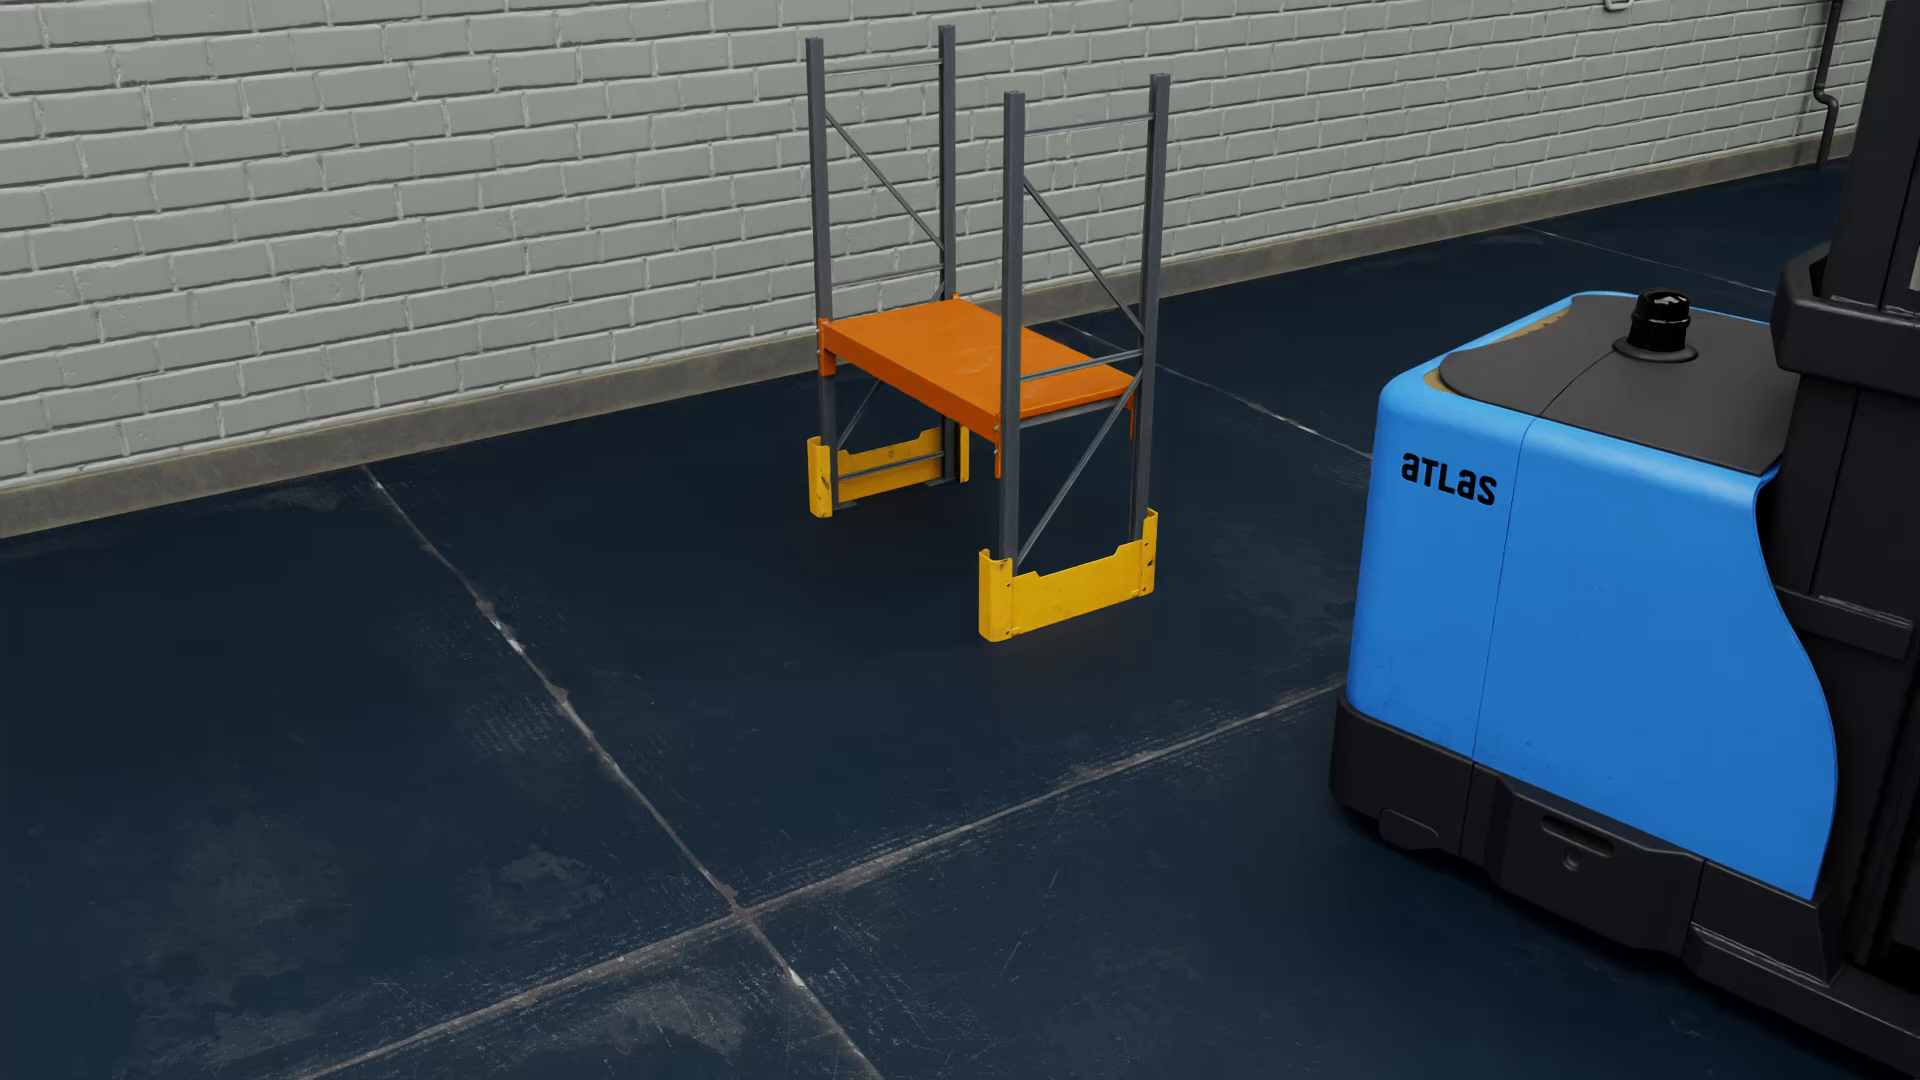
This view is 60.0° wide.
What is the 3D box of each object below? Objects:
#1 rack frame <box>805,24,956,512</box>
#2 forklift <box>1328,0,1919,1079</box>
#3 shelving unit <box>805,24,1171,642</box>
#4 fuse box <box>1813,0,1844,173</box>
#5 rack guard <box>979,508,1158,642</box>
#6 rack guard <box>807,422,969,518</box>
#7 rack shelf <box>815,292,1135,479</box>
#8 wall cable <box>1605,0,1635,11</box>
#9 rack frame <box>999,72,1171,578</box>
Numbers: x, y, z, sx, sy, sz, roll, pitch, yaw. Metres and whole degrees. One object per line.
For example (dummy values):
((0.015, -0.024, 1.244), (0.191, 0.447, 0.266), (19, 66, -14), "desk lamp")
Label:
((-0.231, -0.830, 5.250), (0.500, 1.500, 0.032), (-16, 29, -30), "rack frame")
((2.264, -0.392, 2.647), (3.031, 2.935, 1.130), (23, 33, 39), "forklift")
((0.042, -0.651, 4.872), (0.587, 1.500, 1.083), (-16, 29, -30), "shelving unit")
((5.151, -2.961, 9.518), (0.539, 1.711, 0.414), (-16, 29, -30), "fuse box")
((0.313, 0.092, 4.762), (0.587, 0.250, 0.087), (-16, 29, -30), "rack guard")
((-0.230, -0.264, 5.516), (0.587, 0.250, 0.087), (-16, 29, -30), "rack guard")
((0.047, -0.485, 4.942), (0.538, 0.185, 1.000), (-16, 29, -30), "rack shelf")
((3.311, -3.580, 8.093), (0.585, 1.953, 0.123), (-16, 29, -30), "wall cable")
((0.324, -0.466, 4.480), (0.500, 1.500, 0.032), (-16, 29, -30), "rack frame")
